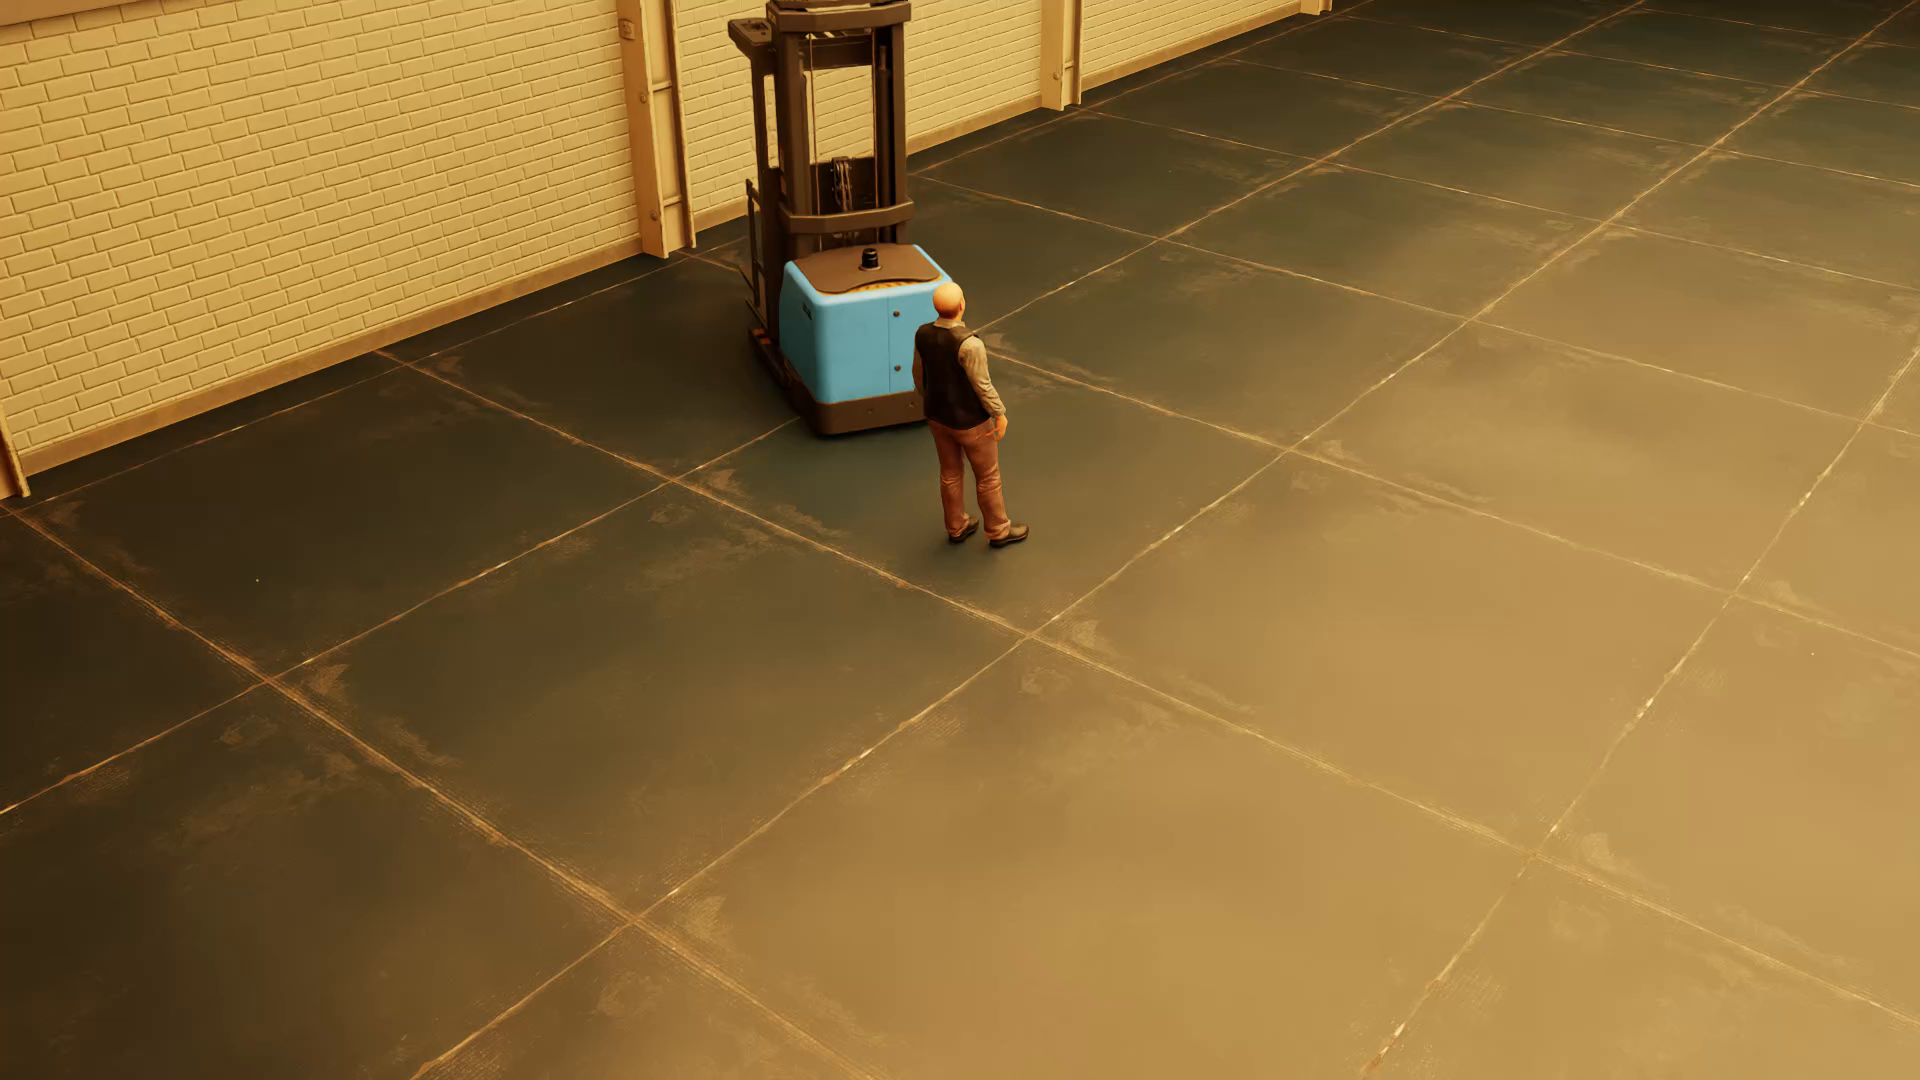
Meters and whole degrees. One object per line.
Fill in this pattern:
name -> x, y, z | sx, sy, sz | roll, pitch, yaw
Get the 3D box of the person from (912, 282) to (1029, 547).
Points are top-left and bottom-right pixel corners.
person -> 0.045, -0.772, 10.100 | 0.634, 1.722, 0.566 | 22, 37, 33

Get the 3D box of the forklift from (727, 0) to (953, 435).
forklift -> -1.014, -2.731, 12.269 | 1.130, 2.935, 3.031 | -11, 32, -18
